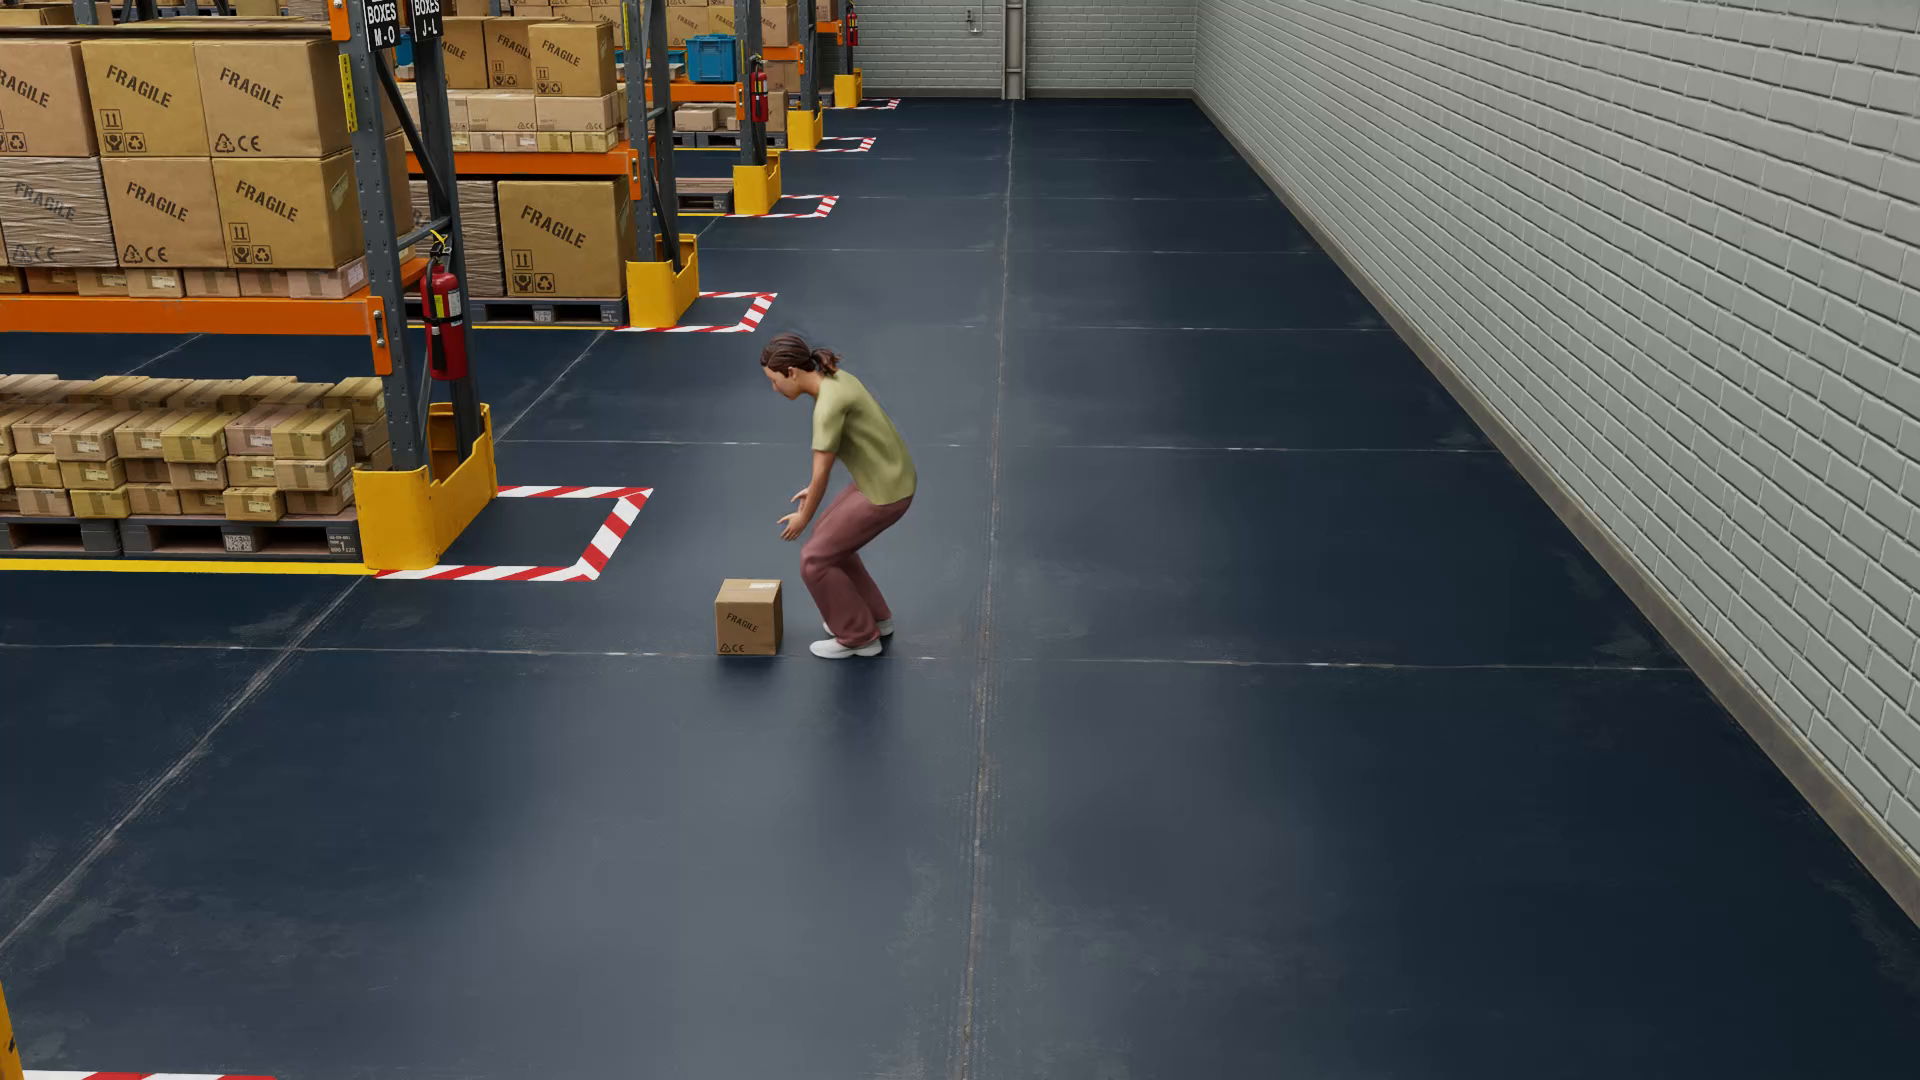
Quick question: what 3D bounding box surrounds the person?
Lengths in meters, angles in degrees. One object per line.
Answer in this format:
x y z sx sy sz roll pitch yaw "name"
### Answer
-0.498 -0.183 6.973 0.634 1.390 0.510 1 21 2 "person"
